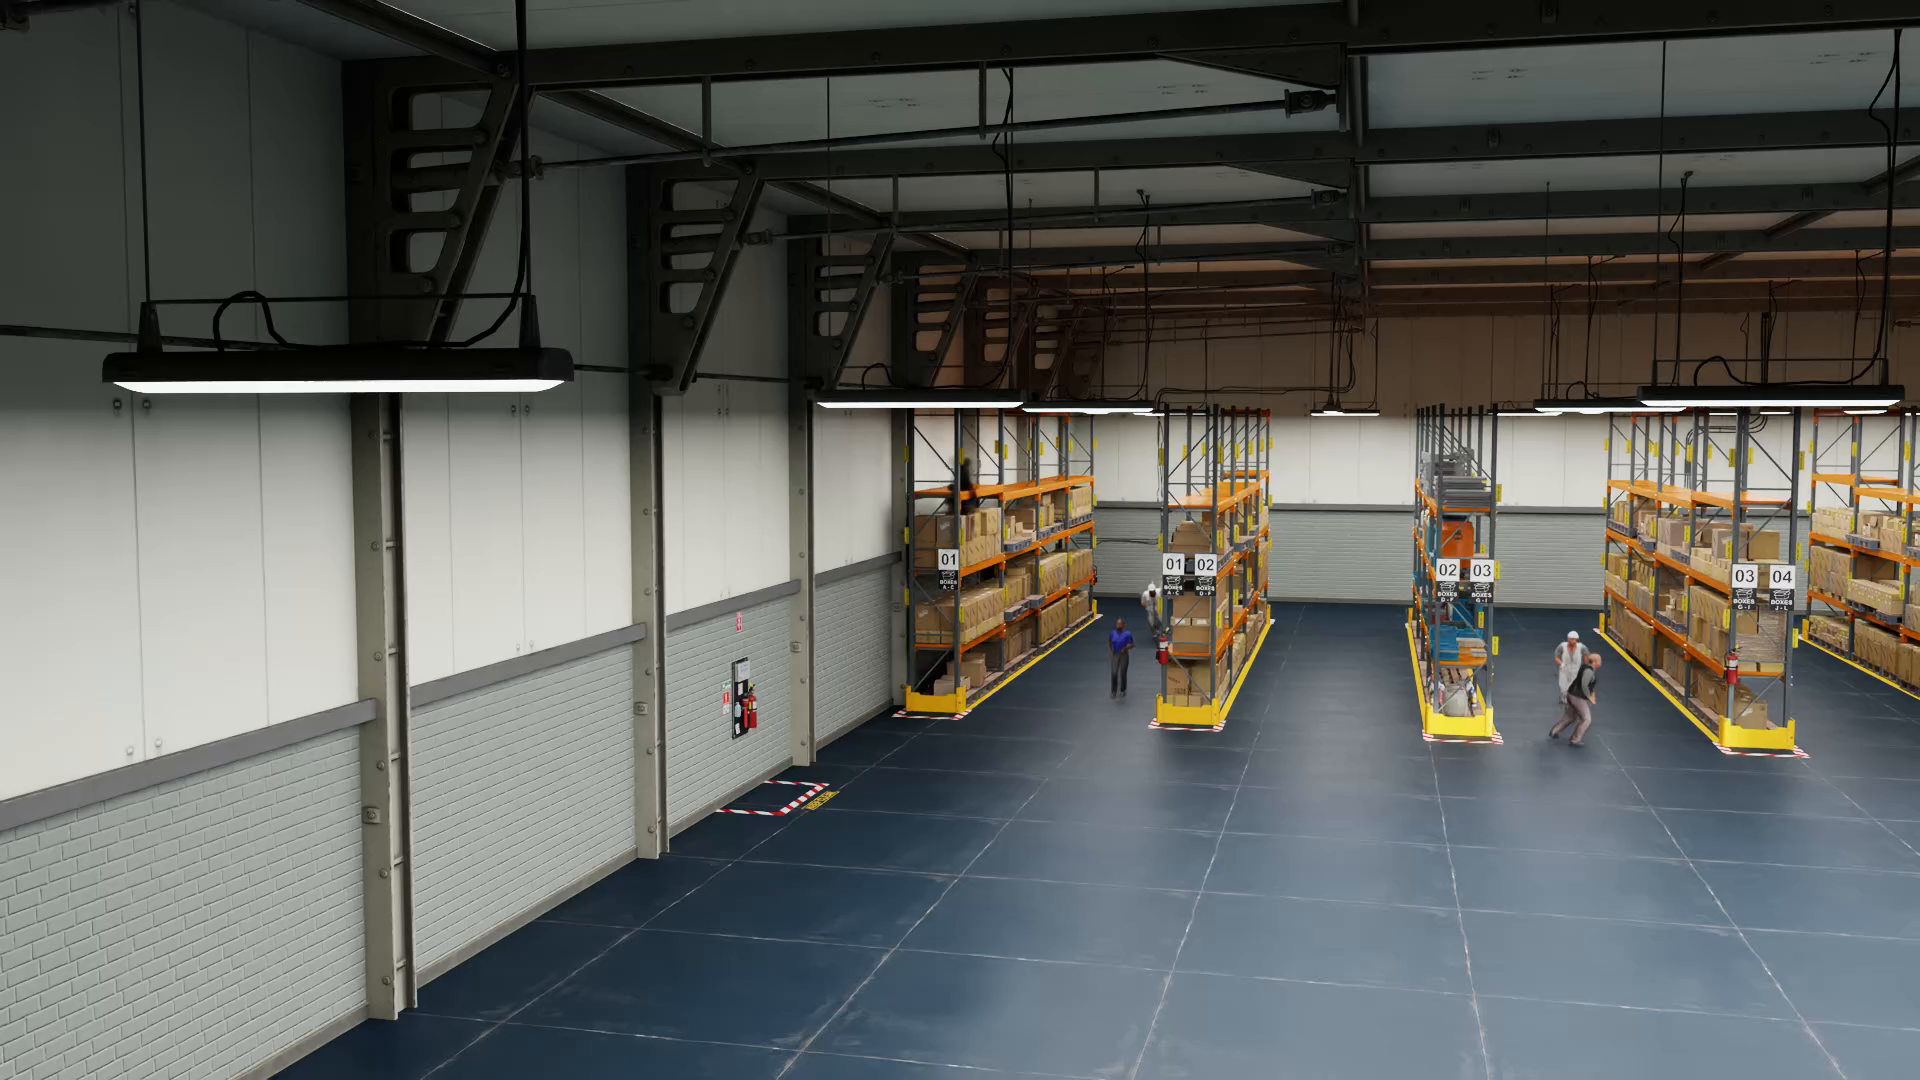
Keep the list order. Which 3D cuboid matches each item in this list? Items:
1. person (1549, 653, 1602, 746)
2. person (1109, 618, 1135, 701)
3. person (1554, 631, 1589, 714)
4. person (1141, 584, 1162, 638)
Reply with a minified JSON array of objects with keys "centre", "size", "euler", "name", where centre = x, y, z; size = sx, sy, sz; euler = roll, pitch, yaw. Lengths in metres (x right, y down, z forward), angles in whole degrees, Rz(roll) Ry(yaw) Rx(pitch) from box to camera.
[{"centre":[10.798,2.787,29.164],"size":[0.818,1.631,0.658],"euler":[1,4,7],"name":"person"},{"centre":[3.282,2.440,33.913],"size":[0.562,1.689,0.716],"euler":[1,4,12],"name":"person"},{"centre":[11.857,2.556,32.284],"size":[0.660,1.651,0.872],"euler":[1,4,7],"name":"person"},{"centre":[5.034,1.832,43.109],"size":[0.694,1.470,1.000],"euler":[0,4,3],"name":"person"}]
